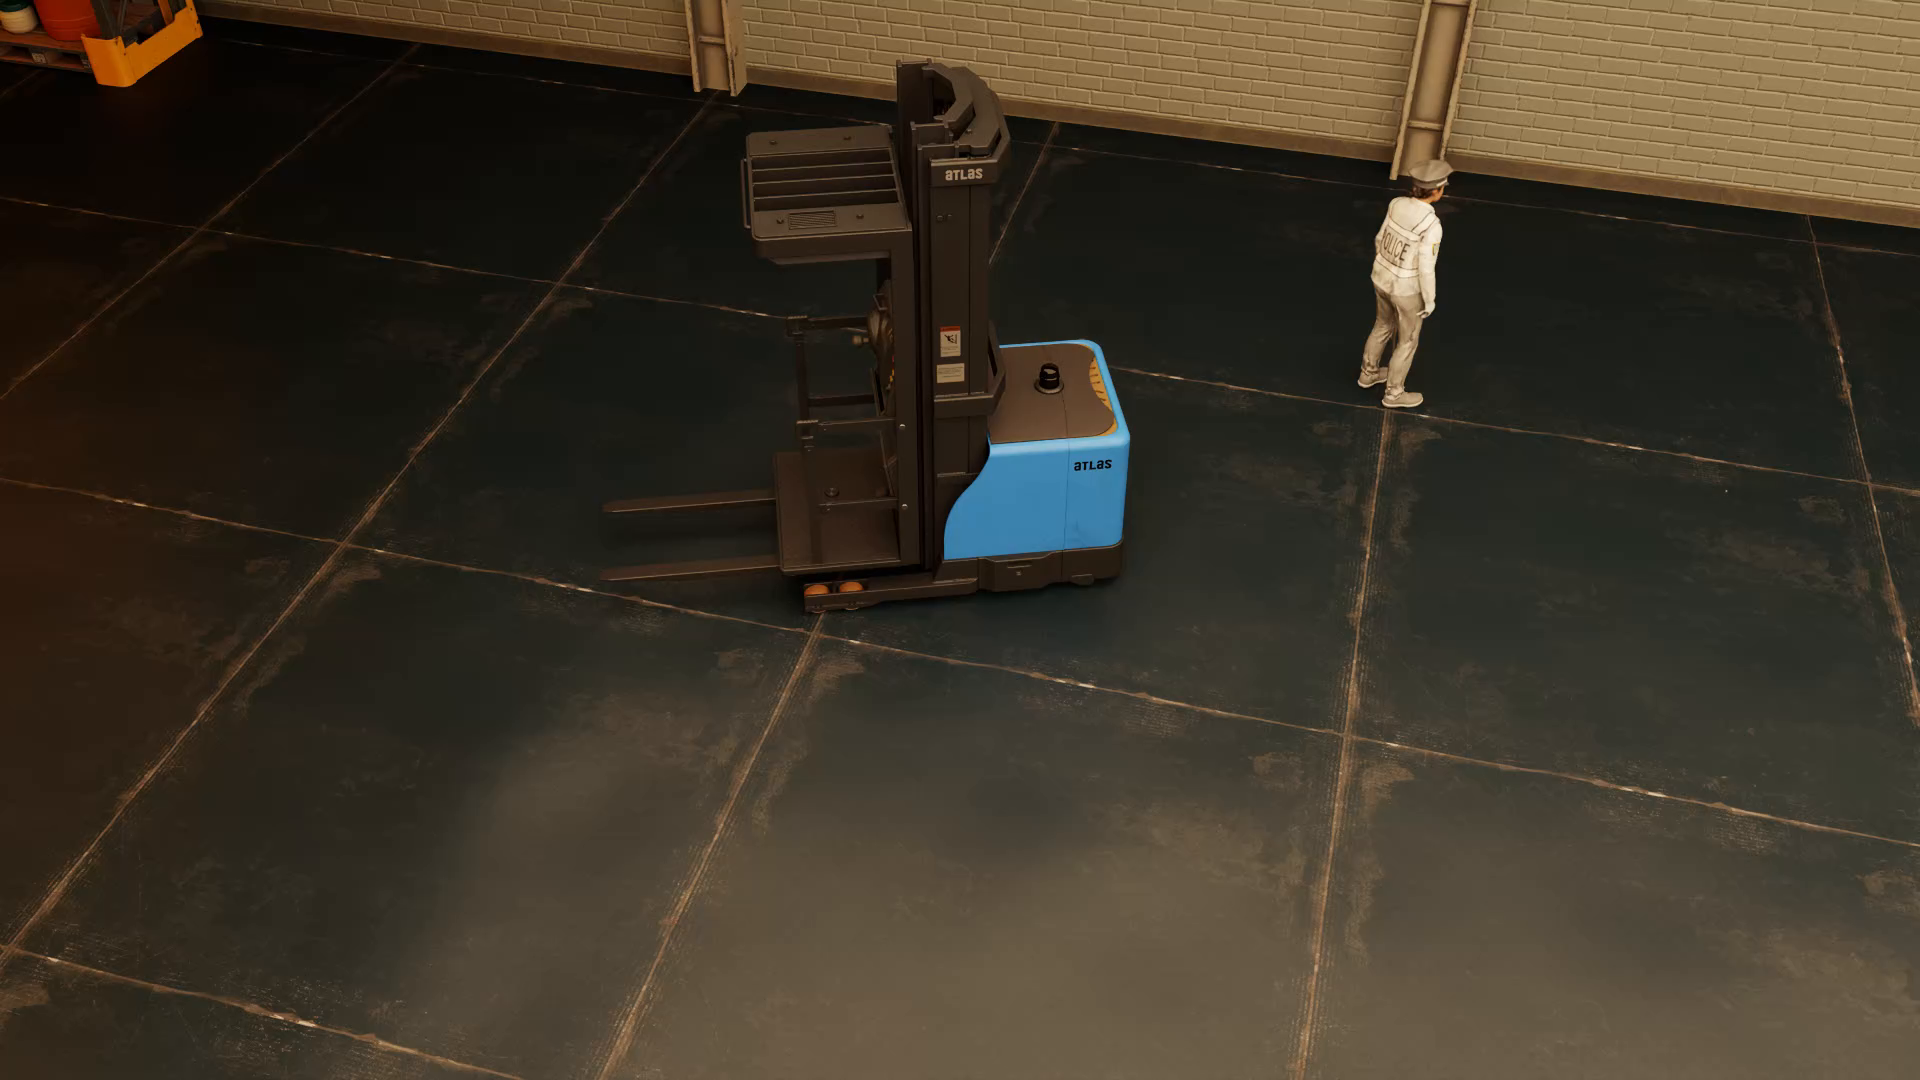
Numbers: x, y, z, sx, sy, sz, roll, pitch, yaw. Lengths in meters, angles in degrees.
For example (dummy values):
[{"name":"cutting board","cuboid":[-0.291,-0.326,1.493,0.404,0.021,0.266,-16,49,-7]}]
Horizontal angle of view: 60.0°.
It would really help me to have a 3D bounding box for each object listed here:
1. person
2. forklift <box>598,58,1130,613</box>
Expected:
[{"name":"person","cuboid":[2.851,-1.638,10.693,0.374,1.664,0.529,-18,44,-20]},{"name":"forklift","cuboid":[-0.604,-1.052,9.062,3.031,2.935,1.130,-5,41,-5]}]
